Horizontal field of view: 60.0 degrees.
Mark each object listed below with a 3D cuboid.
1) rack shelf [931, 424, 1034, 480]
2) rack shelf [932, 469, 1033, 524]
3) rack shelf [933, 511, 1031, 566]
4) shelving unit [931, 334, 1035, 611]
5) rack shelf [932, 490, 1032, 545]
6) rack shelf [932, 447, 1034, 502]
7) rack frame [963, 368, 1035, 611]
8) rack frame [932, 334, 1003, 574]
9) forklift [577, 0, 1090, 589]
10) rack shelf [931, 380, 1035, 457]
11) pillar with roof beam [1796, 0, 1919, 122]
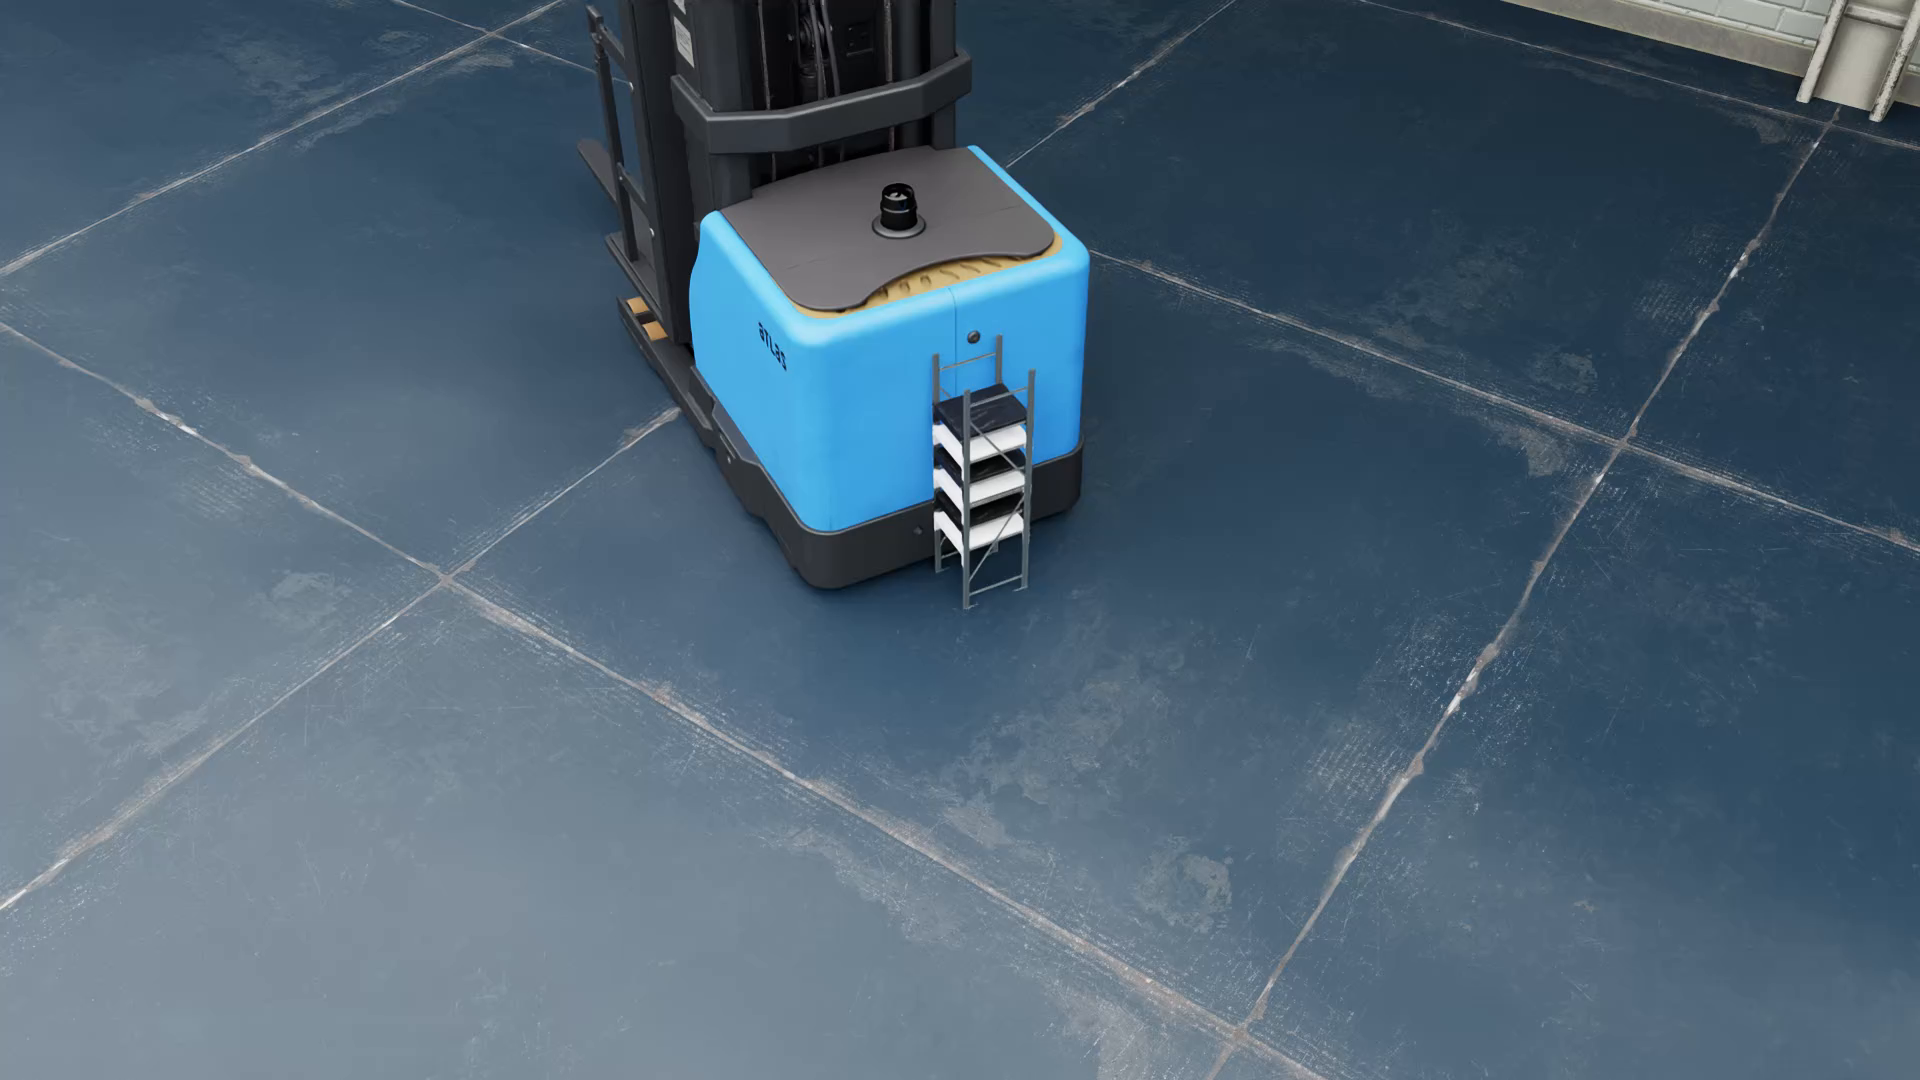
[{"bbox_3d":[0.071,-0.309,5.201,0.258,0.077,0.200,-19,45,-20],"label":"rack shelf"},{"bbox_3d":[0.071,-0.175,5.321,0.258,0.077,0.200,-19,45,-20],"label":"rack shelf"},{"bbox_3d":[0.071,-0.041,5.441,0.258,0.077,0.200,-19,45,-20],"label":"rack shelf"},{"bbox_3d":[0.071,-0.200,5.299,0.258,0.900,0.210,-19,45,-20],"label":"shelving unit"},{"bbox_3d":[0.071,-0.108,5.381,0.258,0.077,0.200,-19,45,-20],"label":"rack shelf"},{"bbox_3d":[0.071,-0.242,5.261,0.258,0.077,0.200,-19,45,-20],"label":"rack shelf"},{"bbox_3d":[0.118,-0.140,5.232,0.240,0.900,0.006,-19,45,-20],"label":"rack frame"},{"bbox_3d":[0.024,-0.260,5.366,0.240,0.900,0.006,-19,45,-20],"label":"rack frame"},{"bbox_3d":[-0.706,-1.910,5.686,1.130,2.935,3.031,-19,45,-20],"label":"forklift"},{"bbox_3d":[0.071,-0.377,5.141,0.258,0.077,0.200,-19,45,-20],"label":"rack shelf"},{"bbox_3d":[1.881,-3.171,2.546,0.400,9.000,9.100,25,48,25],"label":"pillar with roof beam"}]
